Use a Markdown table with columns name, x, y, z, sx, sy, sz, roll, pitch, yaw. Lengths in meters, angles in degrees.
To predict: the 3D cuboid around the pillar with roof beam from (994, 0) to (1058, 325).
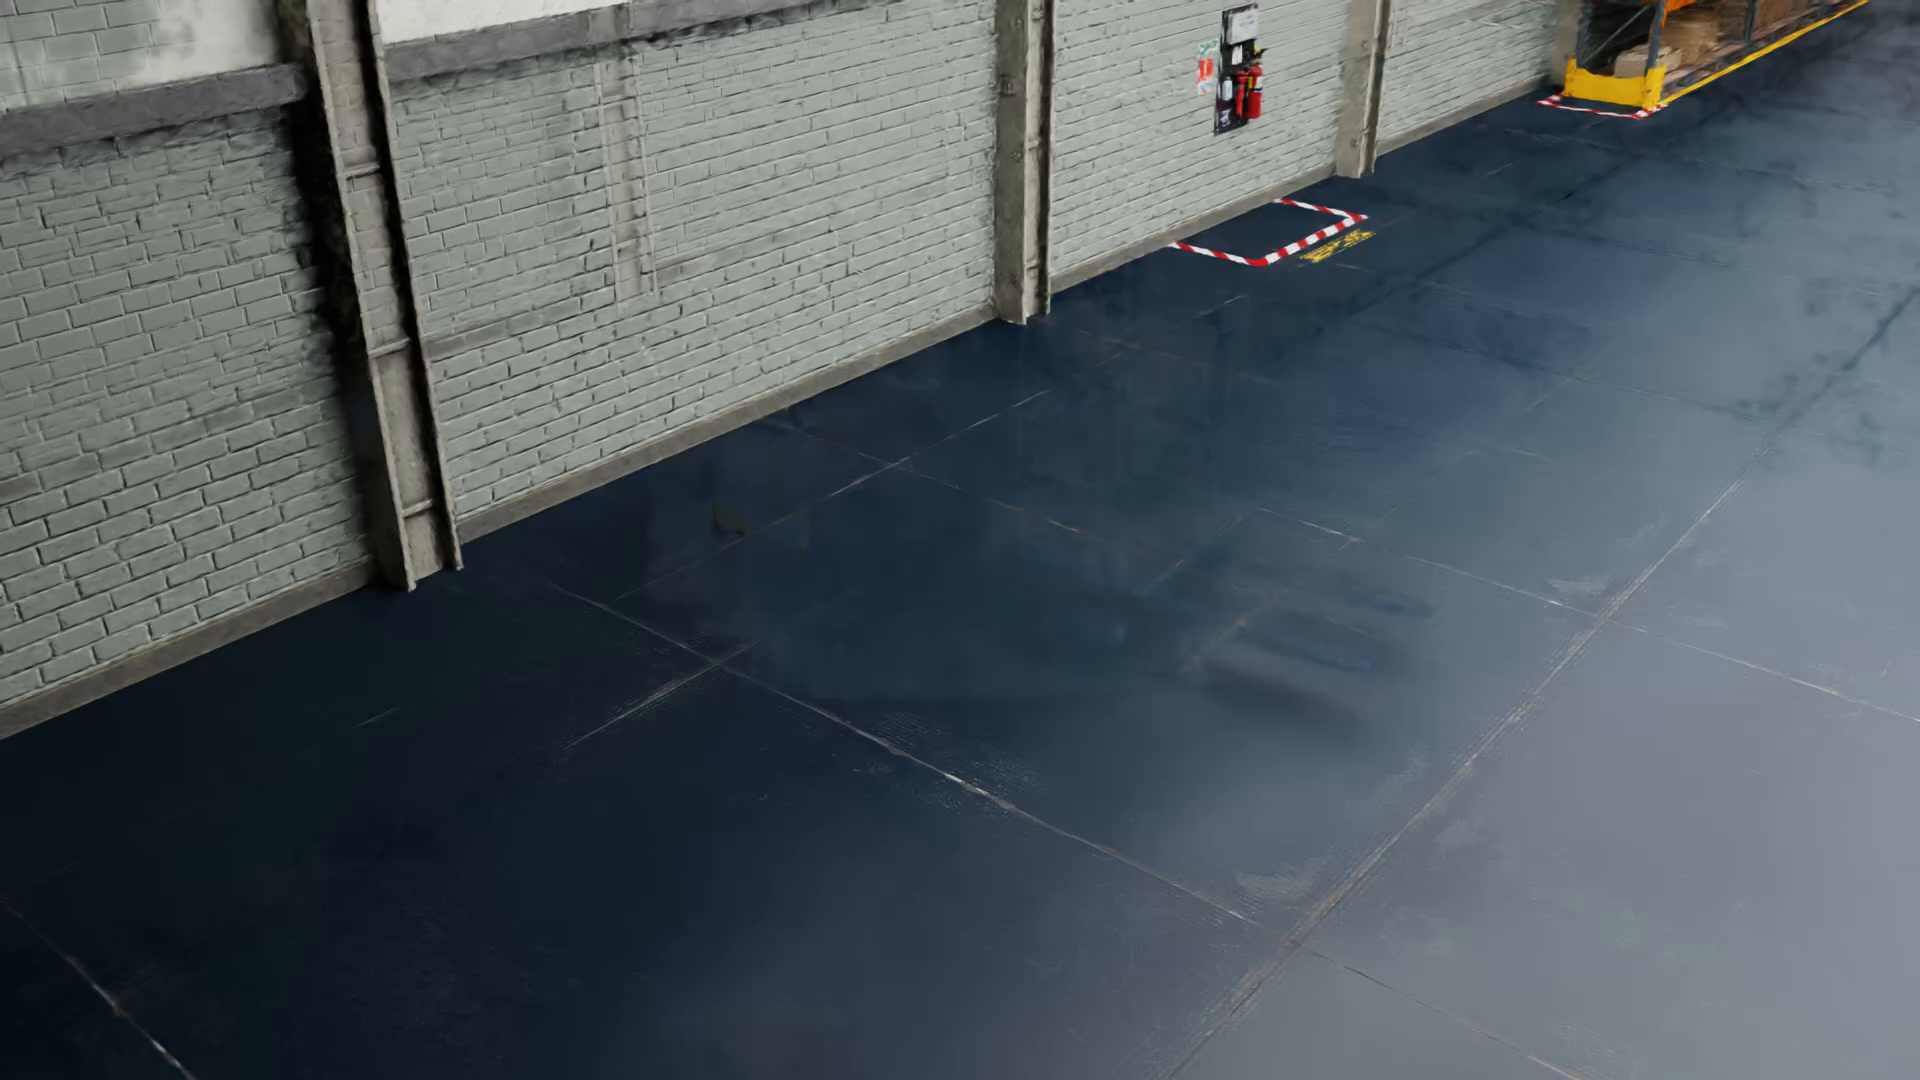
| name | x | y | z | sx | sy | sz | roll | pitch | yaw |
| --- | --- | --- | --- | --- | --- | --- | --- | --- | --- |
| pillar with roof beam | 8.523 | -8.712 | 15.797 | 9.100 | 9.000 | 0.400 | 21 | 34 | 34 |

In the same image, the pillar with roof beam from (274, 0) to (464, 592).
| name | x | y | z | sx | sy | sz | roll | pitch | yaw |
| --- | --- | --- | --- | --- | --- | --- | --- | --- | --- |
| pillar with roof beam | 4.706 | -6.585 | 11.684 | 9.100 | 9.000 | 0.400 | 21 | 34 | 34 |
